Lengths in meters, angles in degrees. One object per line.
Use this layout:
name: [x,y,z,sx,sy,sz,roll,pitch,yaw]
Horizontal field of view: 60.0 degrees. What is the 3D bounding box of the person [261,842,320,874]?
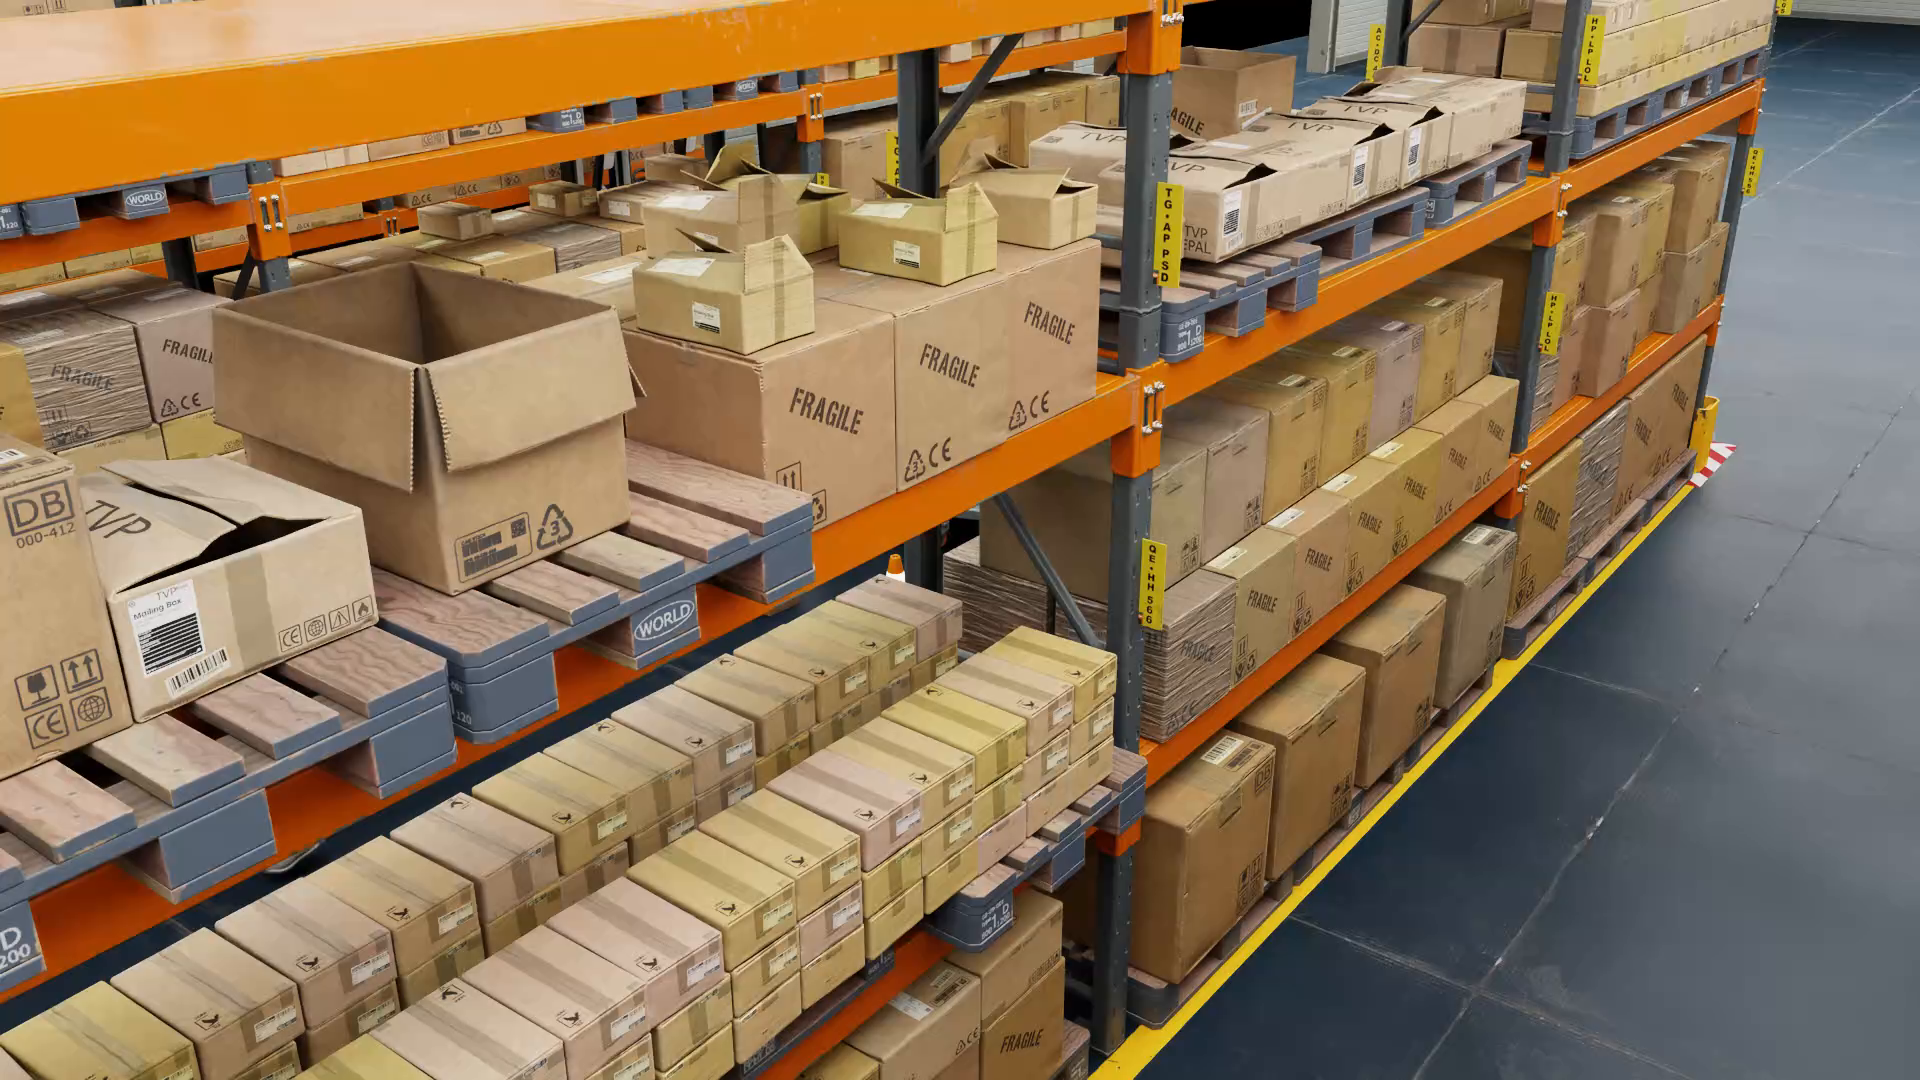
person: [-3.369,0.838,7.149,0.971,1.638,0.511,-22,32,-40]
